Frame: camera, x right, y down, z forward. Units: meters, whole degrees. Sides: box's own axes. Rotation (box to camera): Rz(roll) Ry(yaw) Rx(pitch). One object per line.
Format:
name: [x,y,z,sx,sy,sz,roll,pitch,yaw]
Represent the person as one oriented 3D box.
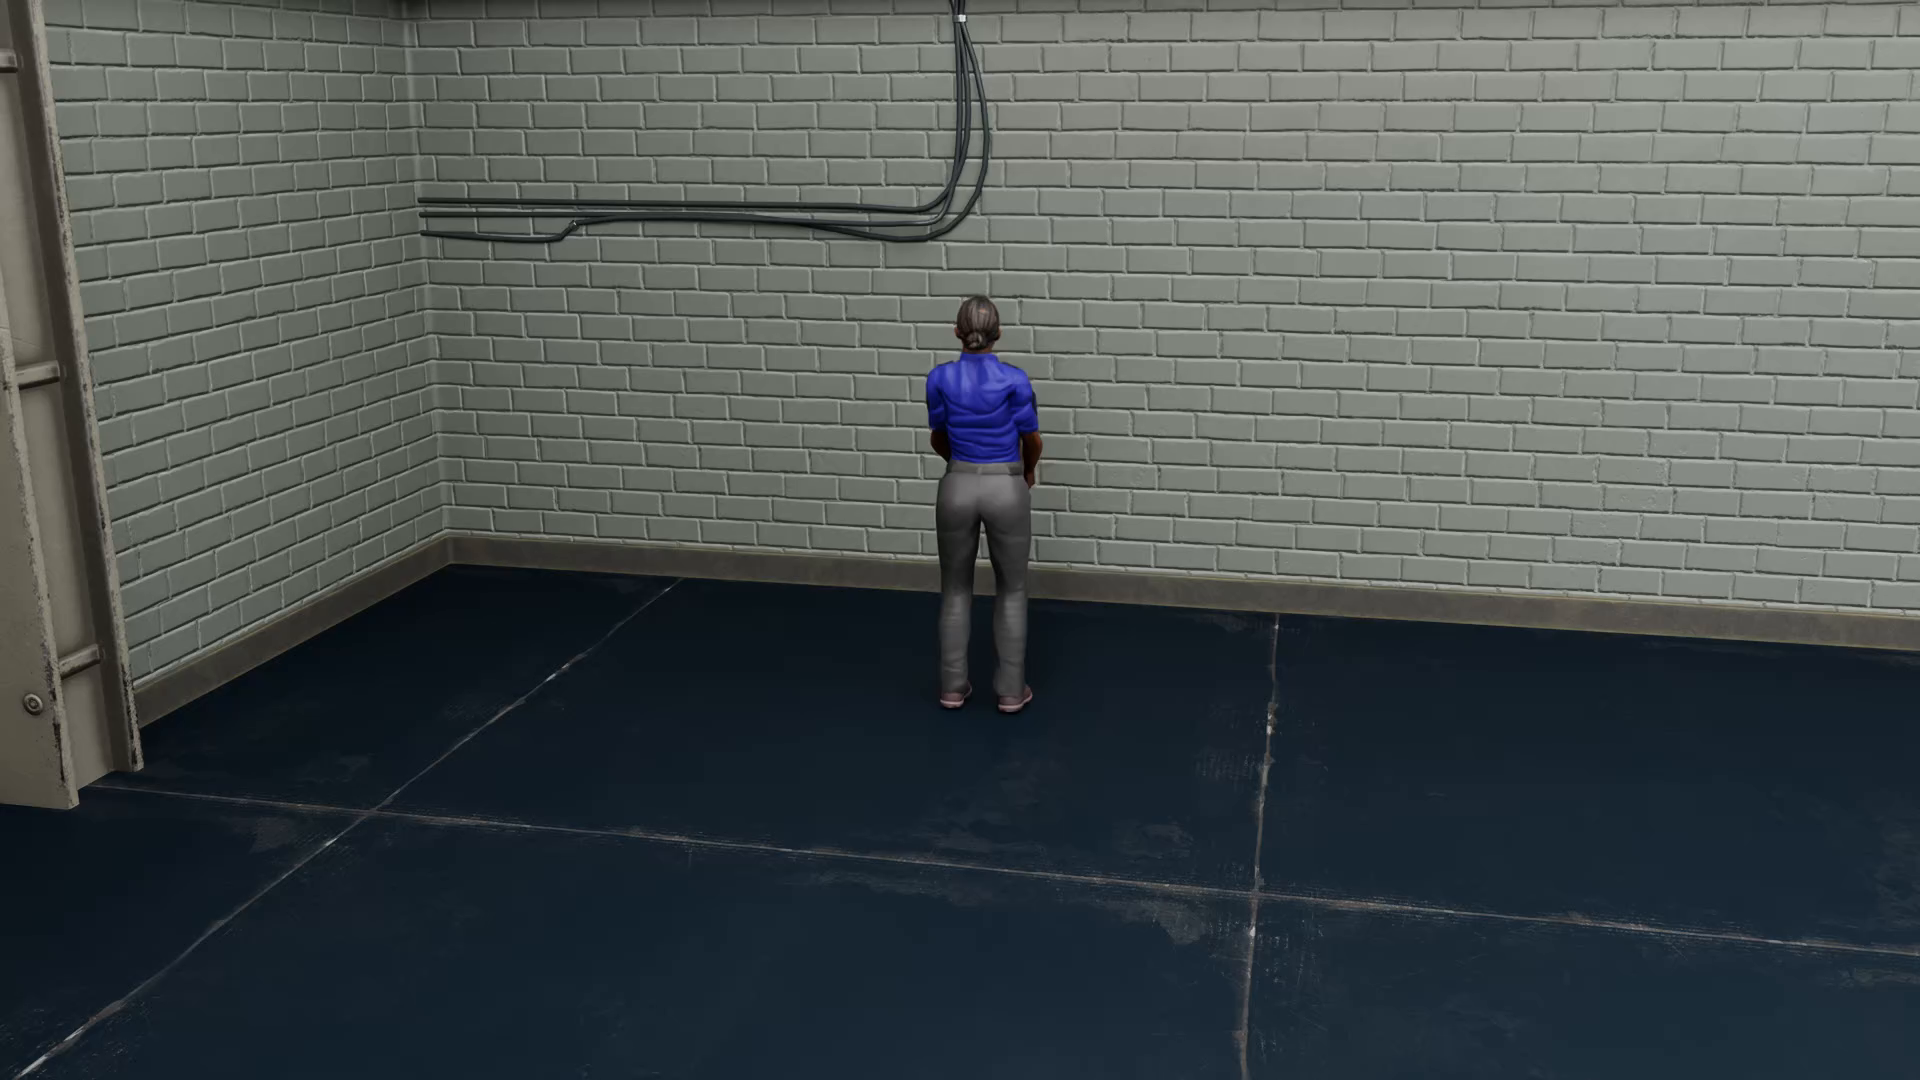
person: [0.111,-0.154,6.626,0.449,1.655,0.500,3,15,12]
